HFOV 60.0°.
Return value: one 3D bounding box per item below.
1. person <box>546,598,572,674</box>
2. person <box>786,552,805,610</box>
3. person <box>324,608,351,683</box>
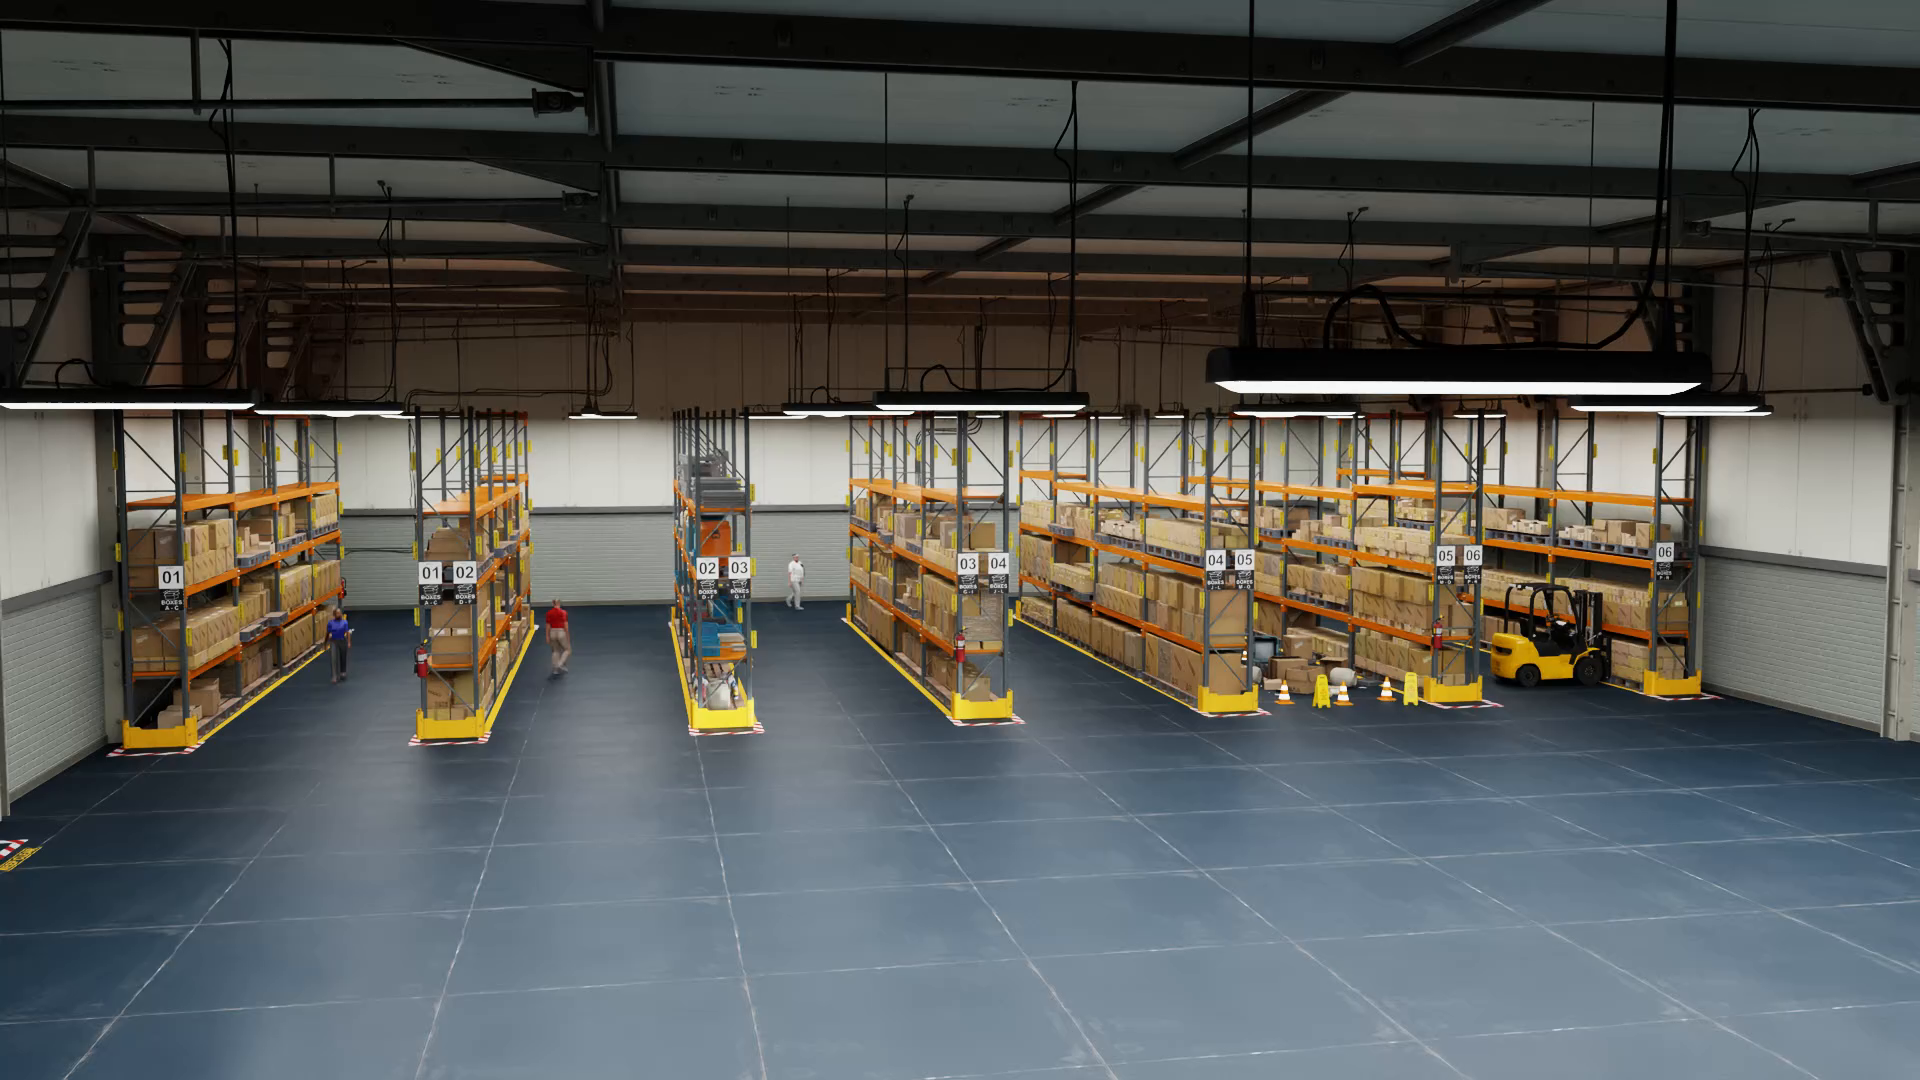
[{"bbox_3d":[-9.110,2.188,37.625,0.587,1.723,0.512,1,4,13],"label":"person"},{"bbox_3d":[-5.024,1.235,50.600,0.768,1.744,0.535,2,5,28],"label":"person"},{"bbox_3d":[-13.720,2.297,36.653,0.564,1.588,1.058,-2,4,-20],"label":"person"}]
